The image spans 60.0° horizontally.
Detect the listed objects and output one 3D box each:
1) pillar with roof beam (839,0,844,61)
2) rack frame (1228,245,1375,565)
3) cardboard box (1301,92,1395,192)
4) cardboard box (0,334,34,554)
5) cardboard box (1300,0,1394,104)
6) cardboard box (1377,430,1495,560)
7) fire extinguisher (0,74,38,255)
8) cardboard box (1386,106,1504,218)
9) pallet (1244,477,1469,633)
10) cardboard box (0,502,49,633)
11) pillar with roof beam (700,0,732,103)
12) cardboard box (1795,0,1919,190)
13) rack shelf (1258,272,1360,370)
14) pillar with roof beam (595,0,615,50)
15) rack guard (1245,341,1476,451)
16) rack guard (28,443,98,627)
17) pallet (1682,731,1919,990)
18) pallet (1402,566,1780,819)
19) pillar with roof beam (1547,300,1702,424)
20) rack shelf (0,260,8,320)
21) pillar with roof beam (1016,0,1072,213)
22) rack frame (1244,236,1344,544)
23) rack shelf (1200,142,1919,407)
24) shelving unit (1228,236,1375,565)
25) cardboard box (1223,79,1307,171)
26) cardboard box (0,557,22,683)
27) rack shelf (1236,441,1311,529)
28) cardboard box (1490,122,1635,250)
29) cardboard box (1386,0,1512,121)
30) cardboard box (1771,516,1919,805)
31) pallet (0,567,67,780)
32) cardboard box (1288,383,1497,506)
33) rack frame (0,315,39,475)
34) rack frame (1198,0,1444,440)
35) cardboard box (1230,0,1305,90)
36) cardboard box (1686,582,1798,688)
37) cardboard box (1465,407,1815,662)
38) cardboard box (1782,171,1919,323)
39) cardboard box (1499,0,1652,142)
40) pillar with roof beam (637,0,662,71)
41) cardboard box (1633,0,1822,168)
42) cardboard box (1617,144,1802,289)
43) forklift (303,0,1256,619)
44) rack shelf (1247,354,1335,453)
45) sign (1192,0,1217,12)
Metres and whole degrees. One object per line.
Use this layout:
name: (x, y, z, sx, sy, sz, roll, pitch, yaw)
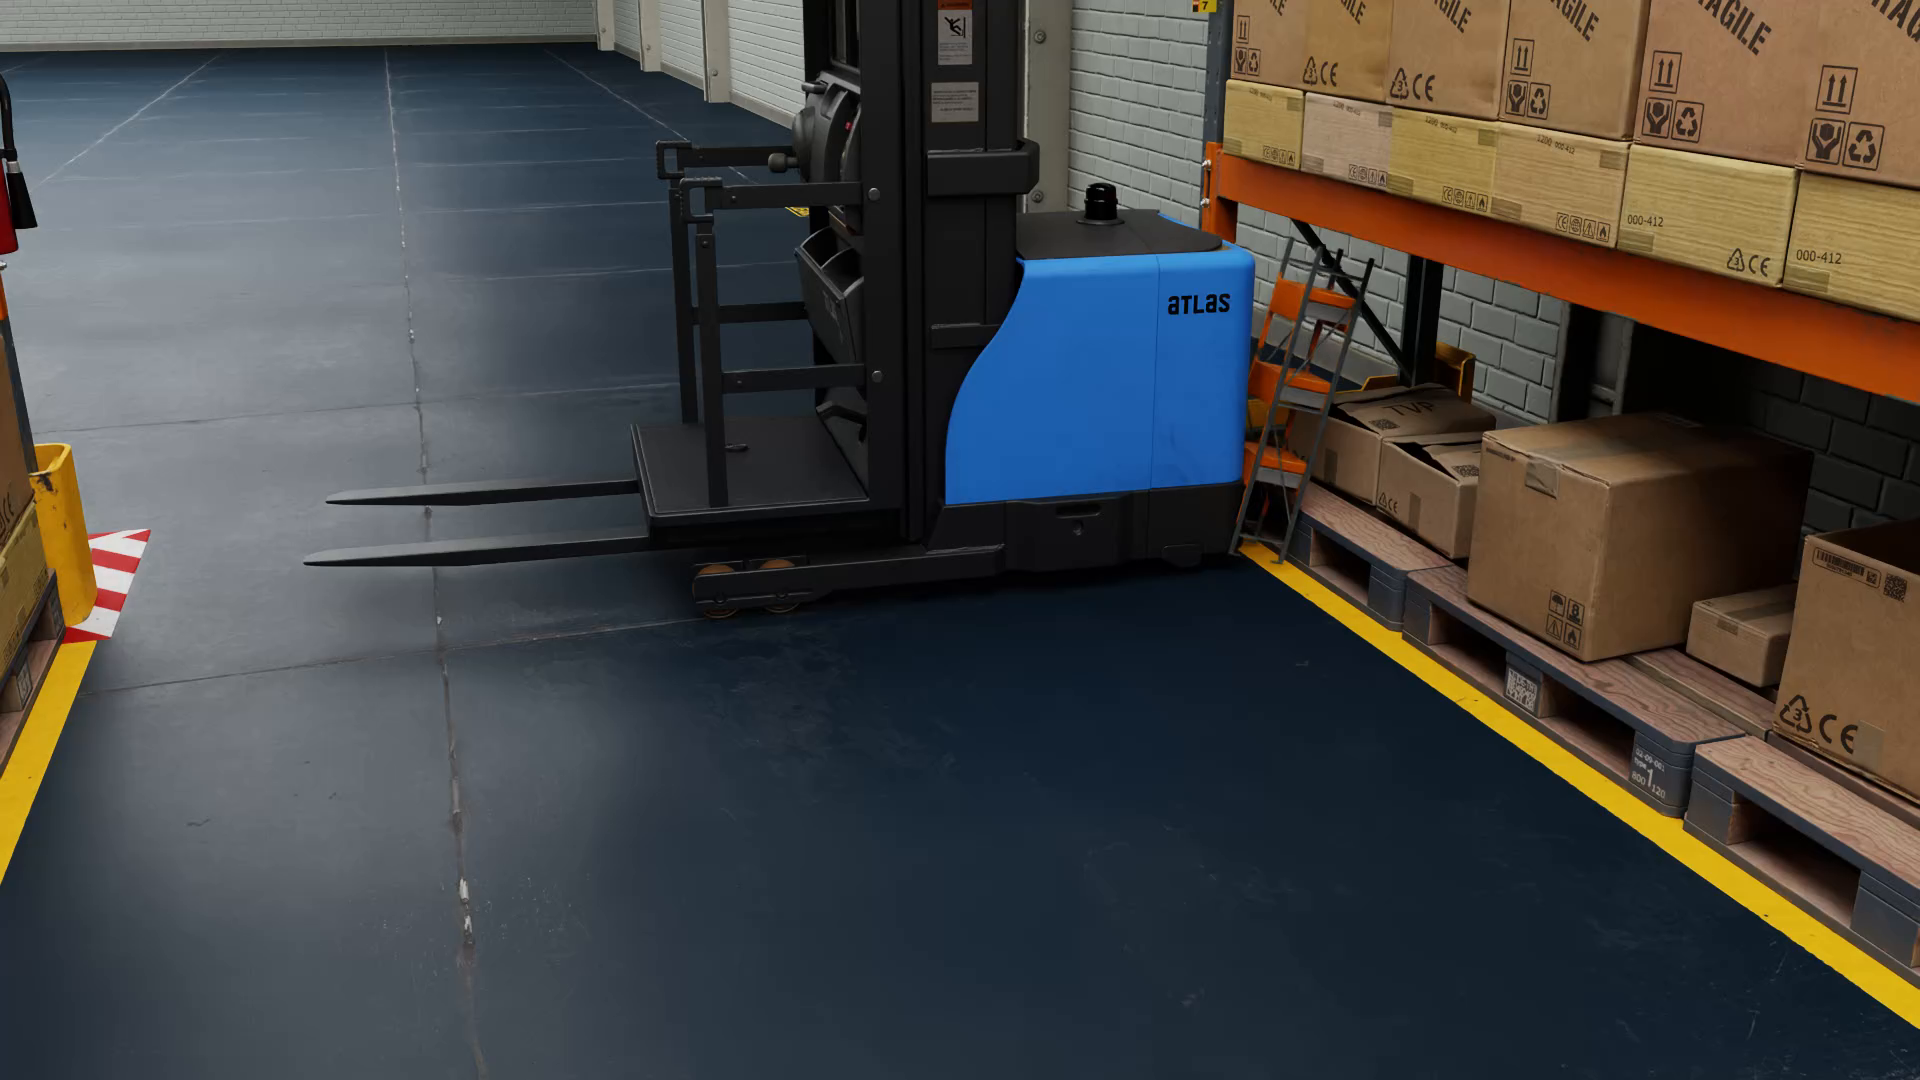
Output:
pillar with roof beam: (-5.441, -7.742, 14.159, 9.100, 9.000, 0.400, -6, 21, -17)
rack frame: (1.117, -0.429, 5.464, 0.200, 1.050, 0.008, 10, 14, -15)
cardboard box: (1.405, -1.241, 5.127, 0.500, 0.250, 0.500, -7, 21, -19)
cardboard box: (-2.875, -0.246, 4.502, 0.500, 0.500, 0.500, -6, 21, -17)
cardboard box: (1.386, -1.605, 5.030, 0.500, 0.500, 0.500, -6, 21, -17)
cardboard box: (1.687, -0.185, 5.321, 0.500, 0.311, 0.500, -5, 20, -13)
fire extinguisher: (-2.922, -1.181, 4.882, 0.296, 0.674, 0.183, -6, 21, -17)
cardboard box: (1.559, -1.077, 4.670, 0.500, 0.250, 0.500, -7, 21, -18)
pallet: (1.622, -0.057, 5.762, 1.003, 0.211, 1.213, -6, 21, -17)
cardboard box: (-2.877, 0.107, 4.628, 0.500, 0.250, 0.500, -6, 21, -17)
pillar with roof beam: (-7.327, -9.667, 19.520, 9.100, 9.000, 0.400, -6, 21, -17)
cardboard box: (2.029, -0.944, 3.192, 0.500, 0.500, 0.500, -7, 21, -18)
rack shelf: (1.158, -0.722, 5.513, 0.215, 0.259, 0.240, 10, 14, -15)
pillar with roof beam: (-11.099, -13.518, 30.241, 9.100, 9.000, 0.400, -6, 21, -17)
rack guard: (1.400, -0.457, 6.450, 1.175, 0.500, 0.348, -6, 21, -17)
rack guard: (-3.333, 0.038, 5.070, 1.175, 0.500, 0.348, -6, 21, -17)
pallet: (2.388, 0.726, 3.582, 1.003, 0.211, 1.213, -6, 21, -17)
pallet: (2.001, 0.334, 4.674, 1.003, 0.211, 1.213, -6, 21, -17)
pillar with roof beam: (-1.670, -3.891, 3.438, 9.100, 9.000, 0.400, -6, 21, -17)
rack shelf: (-2.697, -0.150, 2.961, 1.077, 0.370, 4.000, -6, 21, -17)
pillar with roof beam: (-3.556, -5.817, 8.798, 9.100, 9.000, 0.400, -6, 21, -17)
rack frame: (1.070, -0.500, 5.693, 0.200, 1.050, 0.008, 10, 14, -15)
rack shelf: (2.004, -0.678, 4.430, 1.077, 0.370, 4.000, -6, 21, -17)
shelving unit: (1.093, -0.465, 5.578, 0.215, 1.050, 0.252, 10, 14, -15)
cardboard box: (1.228, -1.406, 5.587, 0.500, 0.250, 0.500, -7, 21, -19)
cardboard box: (-2.708, 0.266, 4.185, 0.500, 0.250, 0.500, -6, 21, -17)
rack shelf: (1.025, -0.193, 5.648, 0.215, 0.259, 0.240, 10, 14, -15)
cardboard box: (1.716, -0.915, 4.218, 0.500, 0.250, 0.500, -6, 21, -17)
cardboard box: (1.543, -1.438, 4.567, 0.500, 0.500, 0.500, -7, 21, -19)
cardboard box: (2.269, 0.266, 3.785, 0.500, 0.500, 0.500, -8, 21, -21)
pallet: (-3.045, 0.423, 4.427, 1.003, 0.211, 1.213, -6, 21, -17)
cardboard box: (1.508, -0.368, 5.830, 0.500, 0.311, 0.500, -9, 22, -23)
rack frame: (-3.326, -1.130, 4.626, 1.000, 3.000, 0.127, -6, 21, -17)
rack frame: (1.376, -1.658, 6.095, 1.000, 3.000, 0.127, -6, 21, -17)
cardboard box: (1.241, -1.765, 5.475, 0.500, 0.500, 0.500, -6, 21, -17)
cardboard box: (2.149, 0.245, 4.364, 0.380, 0.149, 0.250, -8, 21, -22)
cardboard box: (1.870, -0.033, 4.619, 0.700, 0.500, 0.500, -8, 21, -21)
cardboard box: (2.048, -0.594, 3.324, 0.500, 0.250, 0.500, -6, 21, -17)
cardboard box: (1.716, -1.274, 4.109, 0.500, 0.500, 0.500, -6, 21, -16)
pillar with roof beam: (-9.213, -11.593, 24.880, 9.100, 9.000, 0.400, -6, 21, -17)
cardboard box: (1.881, -1.107, 3.645, 0.500, 0.500, 0.500, -7, 21, -19)
cardboard box: (1.875, -0.753, 3.769, 0.500, 0.250, 0.500, -7, 21, -18)
forklift: (-0.607, -1.329, 5.282, 3.031, 2.935, 1.130, -5, 20, -13)
rack shelf: (1.091, -0.455, 5.581, 0.215, 0.259, 0.240, 10, 14, -15)
sign: (0.861, -2.008, 5.788, 0.100, 0.325, 0.005, -6, 21, -17)
